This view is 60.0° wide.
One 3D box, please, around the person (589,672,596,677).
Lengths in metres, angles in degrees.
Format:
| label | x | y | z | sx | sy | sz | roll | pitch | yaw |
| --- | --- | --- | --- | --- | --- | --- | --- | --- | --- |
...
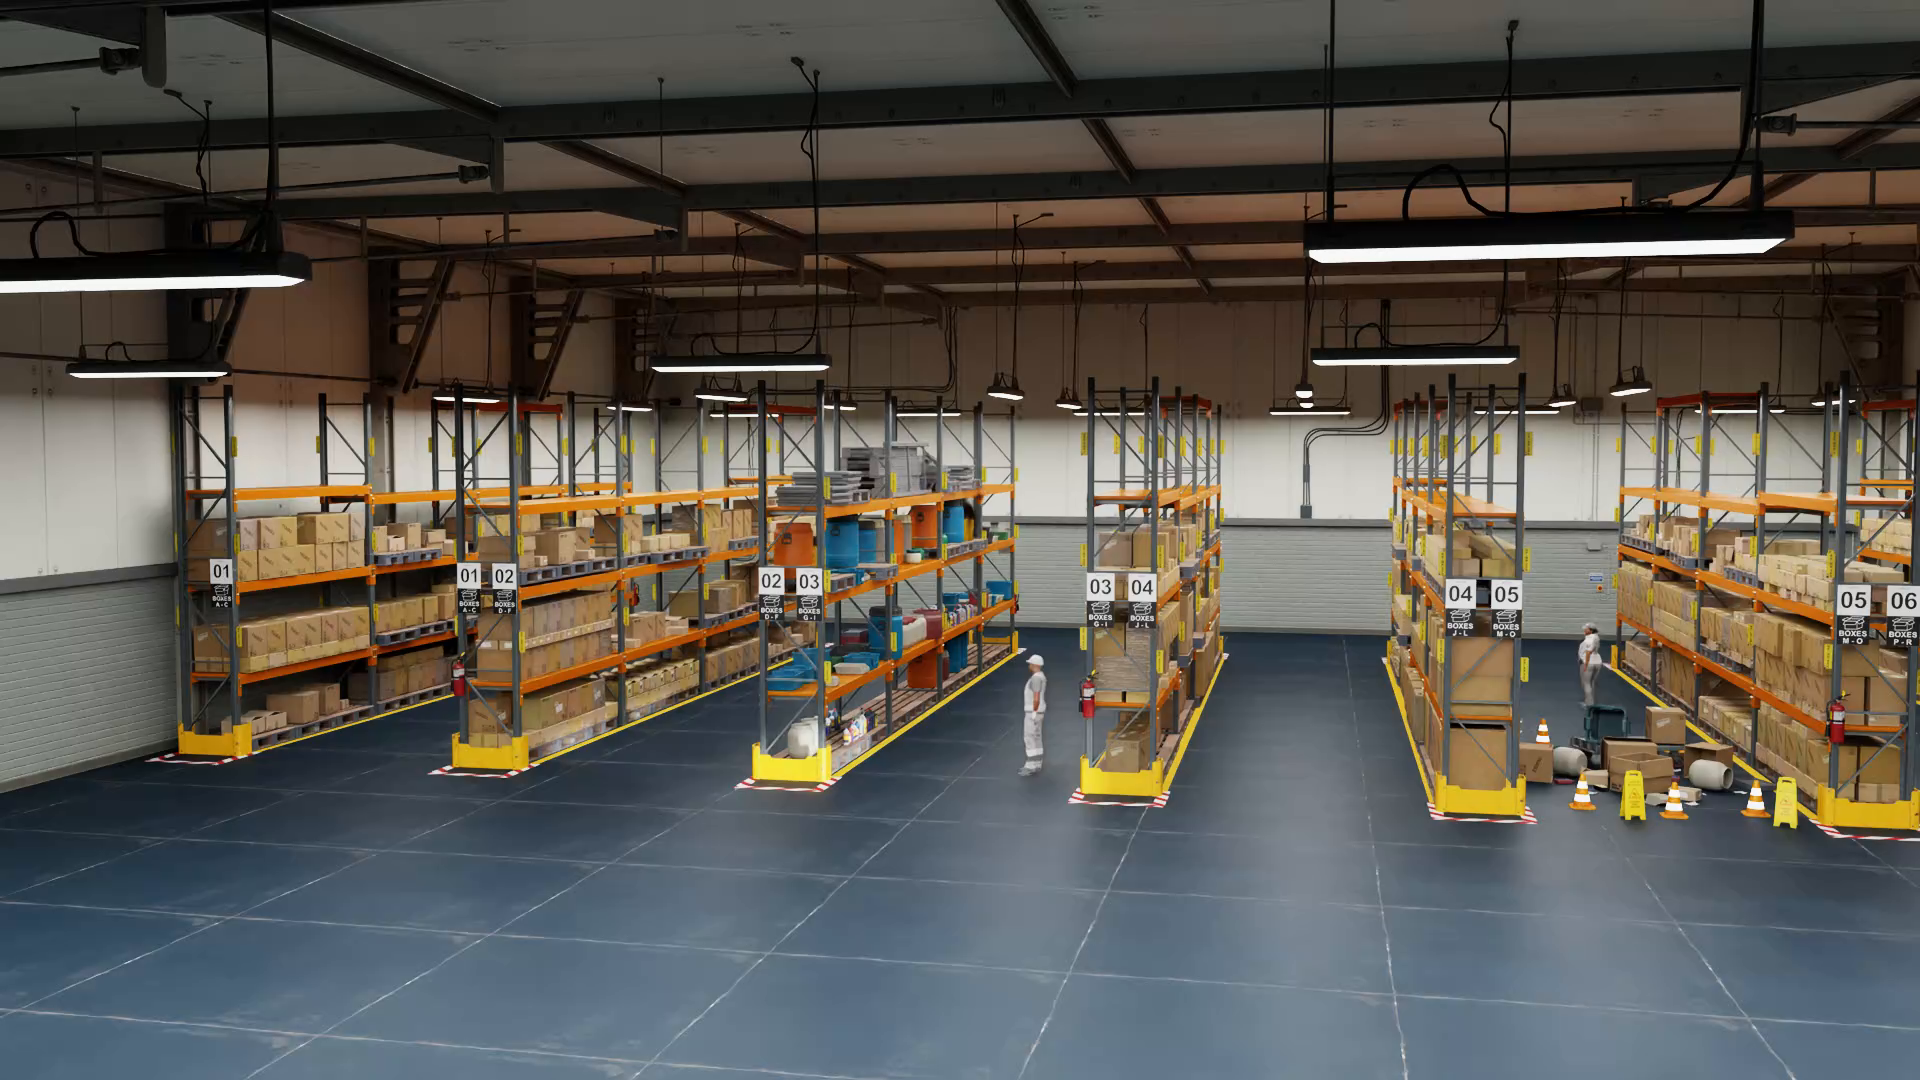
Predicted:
| label | x | y | z | sx | sy | sz | roll | pitch | yaw |
| --- | --- | --- | --- | --- | --- | --- | --- | --- | --- |
| person | -7.679 | 2.190 | 34.251 | 0.559 | 1.764 | 0.557 | 3 | 4 | 41 |

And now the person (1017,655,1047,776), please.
| label | x | y | z | sx | sy | sz | roll | pitch | yaw |
| --- | --- | --- | --- | --- | --- | --- | --- | --- | --- |
| person | 1.121 | 2.683 | 25.554 | 0.374 | 1.824 | 0.640 | 1 | 3 | 15 |

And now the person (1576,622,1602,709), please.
| label | x | y | z | sx | sy | sz | roll | pitch | yaw |
| --- | --- | --- | --- | --- | --- | --- | --- | --- | --- |
| person | 12.038 | 2.398 | 31.930 | 0.494 | 1.652 | 0.554 | -2 | 4 | -31 |

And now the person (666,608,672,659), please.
| label | x | y | z | sx | sy | sz | roll | pitch | yaw |
| --- | --- | --- | --- | --- | --- | --- | --- | --- | --- |
| person | -6.417 | 2.105 | 37.751 | 0.523 | 1.704 | 0.416 | -2 | 4 | -30 |
